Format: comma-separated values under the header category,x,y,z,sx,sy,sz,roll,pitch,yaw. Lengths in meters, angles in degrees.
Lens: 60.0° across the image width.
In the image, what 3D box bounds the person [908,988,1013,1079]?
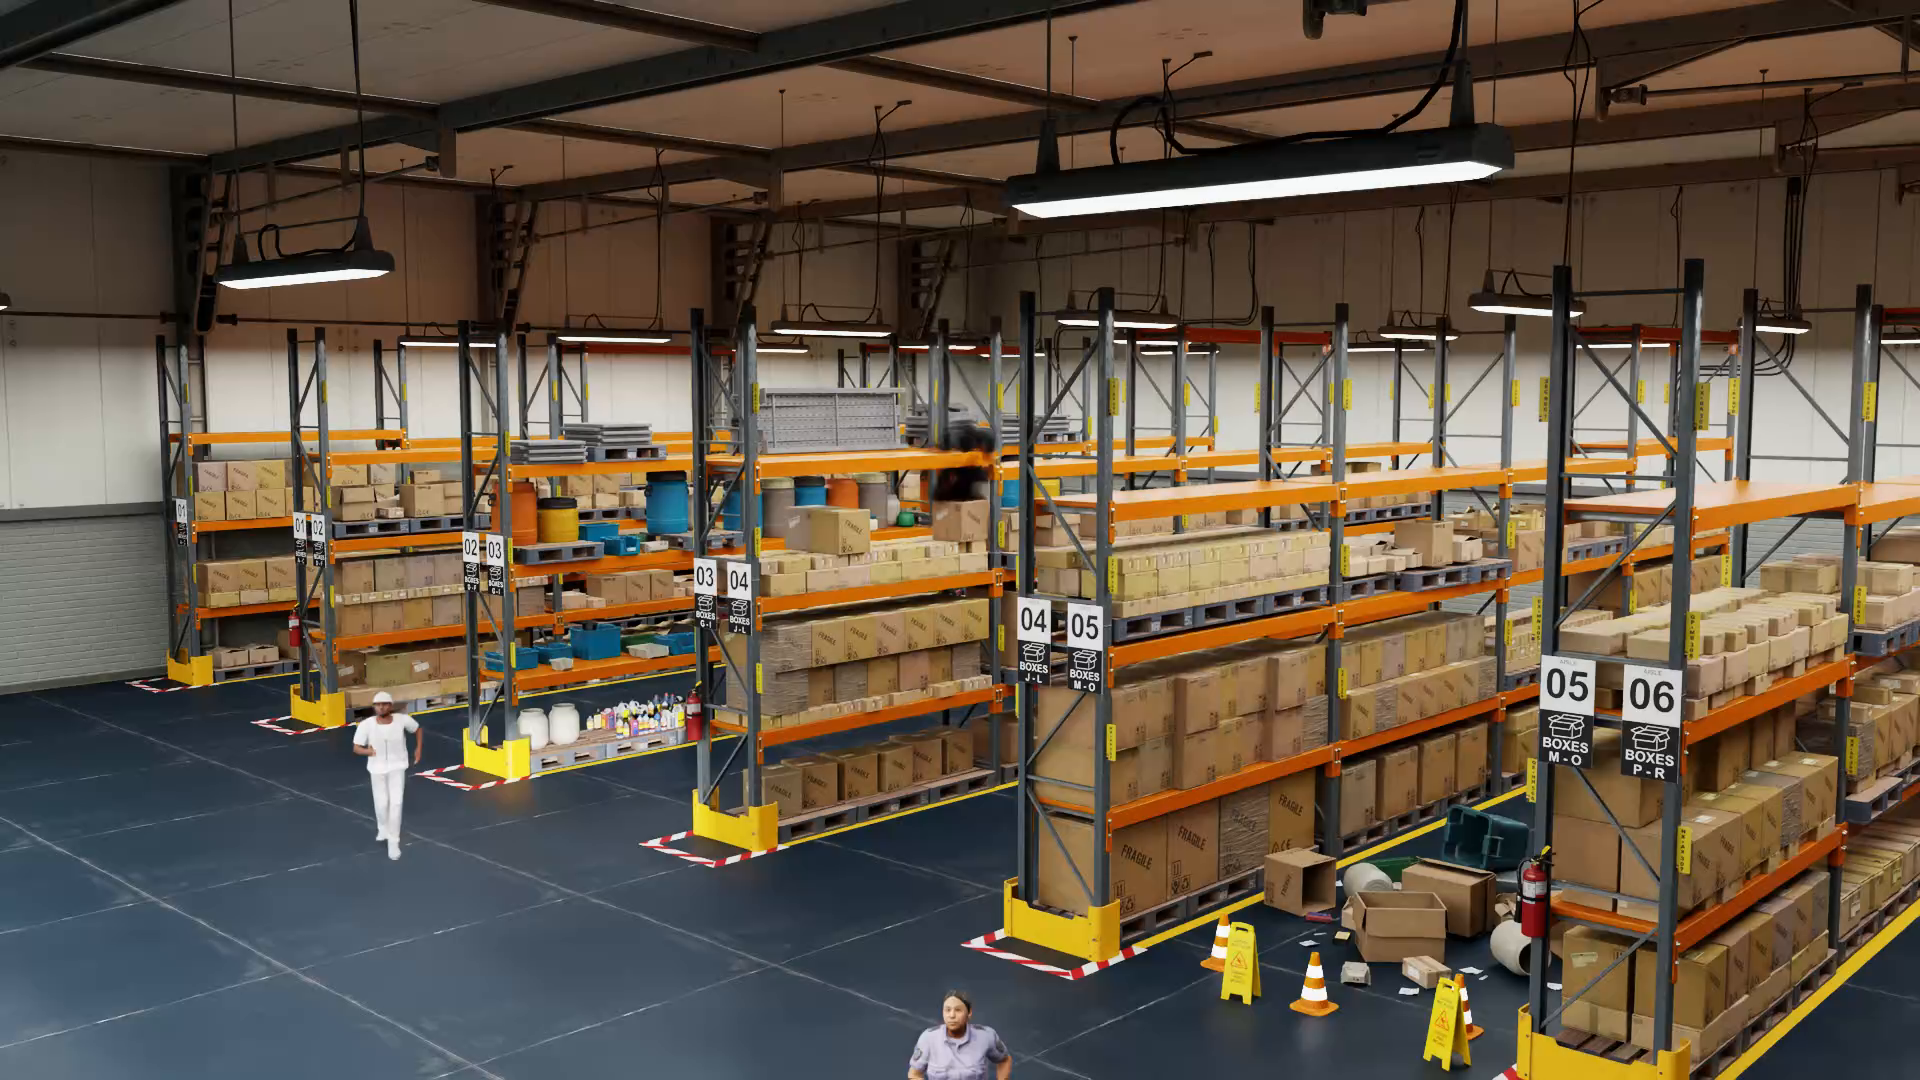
category,x,y,z,sx,sy,sz,roll,pitch,yaw
person,0.002,3.456,9.879,0.615,1.626,0.828,0,5,4

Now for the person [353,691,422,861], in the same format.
category,x,y,z,sx,sy,sz,roll,pitch,yaw
person,-6.330,2.562,18.396,0.704,1.779,0.888,-1,6,-13
